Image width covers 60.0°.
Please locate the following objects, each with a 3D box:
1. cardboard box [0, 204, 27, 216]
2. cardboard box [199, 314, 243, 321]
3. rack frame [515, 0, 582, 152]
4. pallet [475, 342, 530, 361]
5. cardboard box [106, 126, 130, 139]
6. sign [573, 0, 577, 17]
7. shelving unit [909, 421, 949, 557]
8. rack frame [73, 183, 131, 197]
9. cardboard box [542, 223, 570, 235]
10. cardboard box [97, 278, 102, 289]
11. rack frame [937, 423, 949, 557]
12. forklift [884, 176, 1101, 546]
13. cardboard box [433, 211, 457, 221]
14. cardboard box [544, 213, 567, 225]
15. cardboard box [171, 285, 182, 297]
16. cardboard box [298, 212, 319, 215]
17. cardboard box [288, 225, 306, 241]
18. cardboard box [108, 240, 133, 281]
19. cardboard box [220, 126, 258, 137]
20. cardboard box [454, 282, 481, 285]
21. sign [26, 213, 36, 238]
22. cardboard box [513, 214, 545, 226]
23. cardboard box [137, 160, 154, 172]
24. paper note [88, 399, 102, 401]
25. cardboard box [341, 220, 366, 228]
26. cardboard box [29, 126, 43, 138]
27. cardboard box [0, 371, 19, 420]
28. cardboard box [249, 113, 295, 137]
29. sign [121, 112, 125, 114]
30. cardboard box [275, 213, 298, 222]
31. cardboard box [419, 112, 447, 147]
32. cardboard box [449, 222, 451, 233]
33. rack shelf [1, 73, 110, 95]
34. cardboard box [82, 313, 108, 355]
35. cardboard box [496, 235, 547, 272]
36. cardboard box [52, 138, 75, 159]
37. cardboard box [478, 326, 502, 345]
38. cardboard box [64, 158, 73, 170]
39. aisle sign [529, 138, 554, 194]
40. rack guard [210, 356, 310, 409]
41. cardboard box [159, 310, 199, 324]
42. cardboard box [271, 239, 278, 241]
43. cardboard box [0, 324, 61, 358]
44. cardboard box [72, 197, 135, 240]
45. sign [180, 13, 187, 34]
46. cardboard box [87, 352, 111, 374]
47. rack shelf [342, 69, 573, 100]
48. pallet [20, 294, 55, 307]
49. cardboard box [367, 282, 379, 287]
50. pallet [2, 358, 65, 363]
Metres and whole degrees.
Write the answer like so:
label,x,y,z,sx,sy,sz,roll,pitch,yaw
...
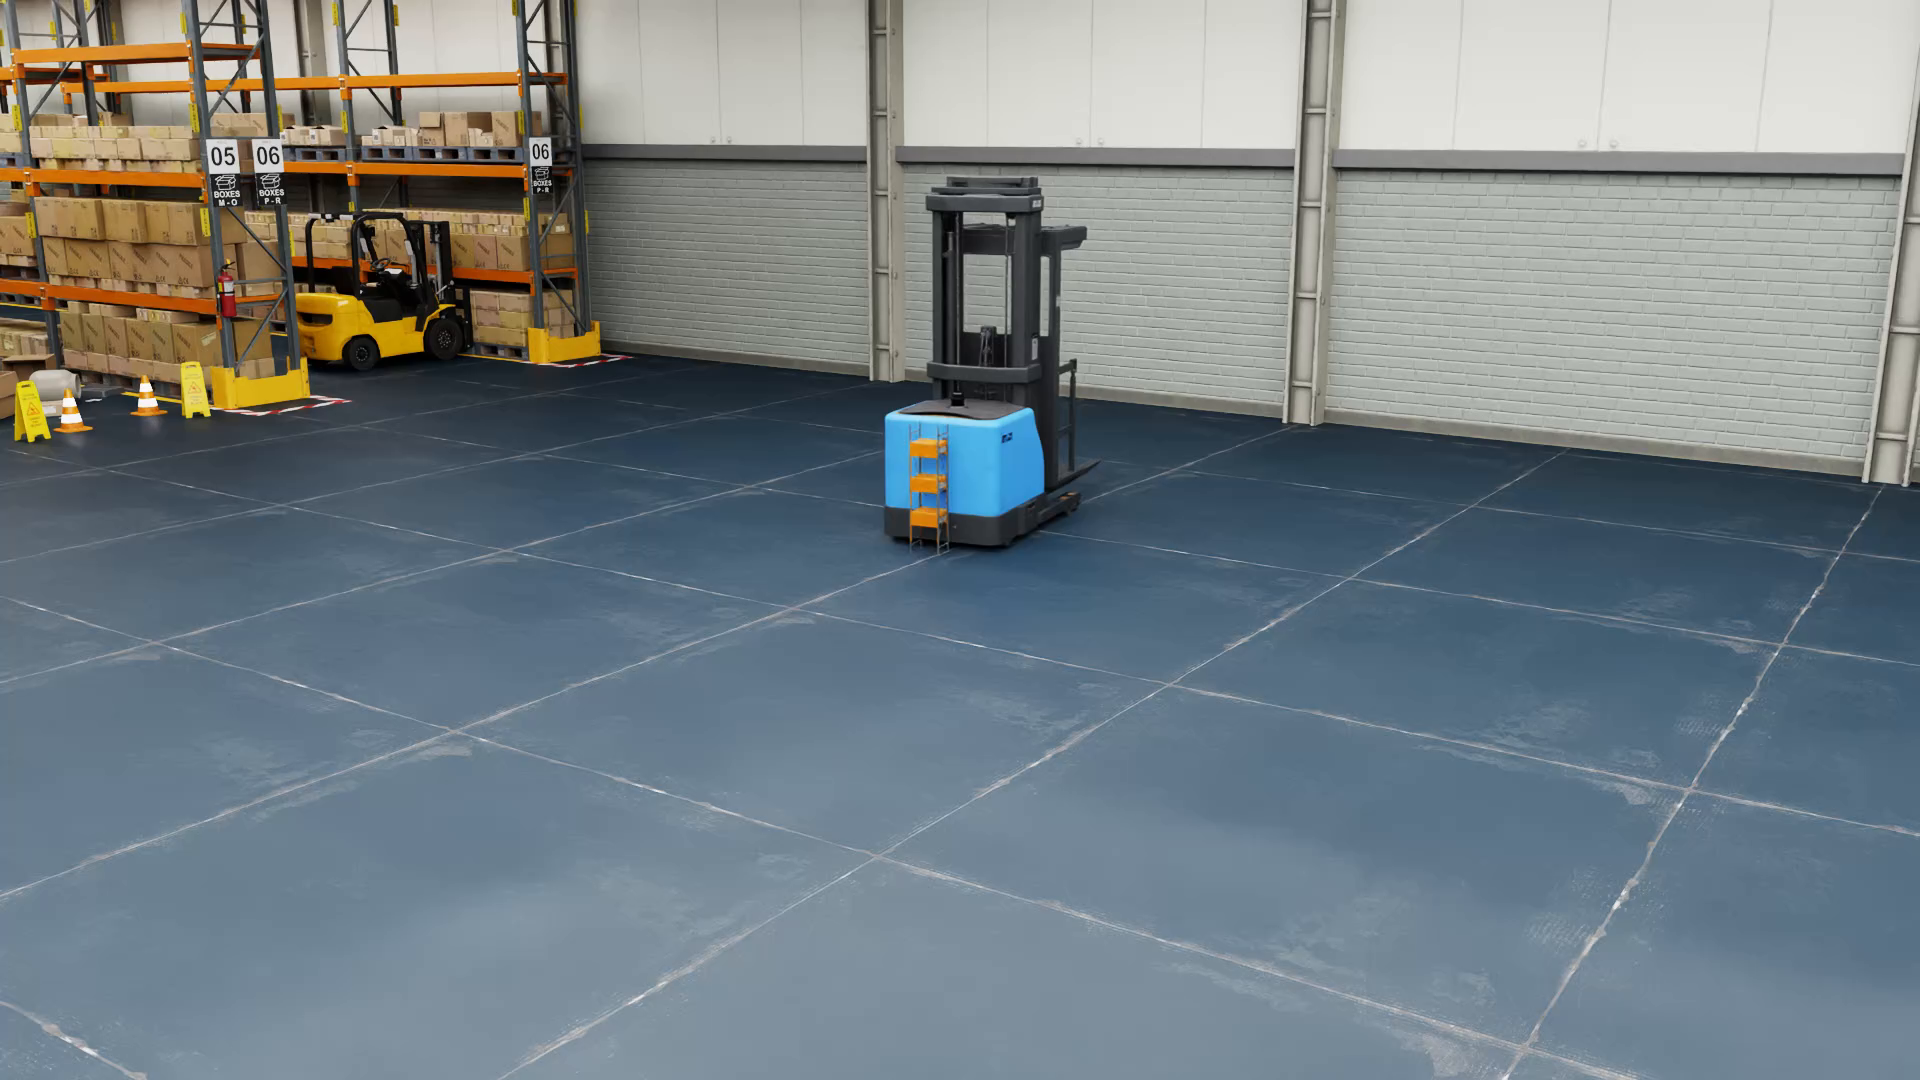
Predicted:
label,x,y,z,sx,sy,sz,roll,pitch,yaw
cardboard box,-13.059,-4.528,22.820,0.250,0.149,0.380,9,16,31
cardboard box,-9.623,-2.642,21.540,0.500,0.500,0.500,8,16,31
rack frame,-5.885,-7.075,23.677,0.127,3.000,1.000,9,17,33
pallet,-6.543,-2.904,25.114,1.213,0.211,1.003,9,17,33
cardboard box,-10.389,-5.080,20.721,0.250,0.149,0.380,10,17,34
sign,-5.570,-7.715,23.990,0.005,0.325,0.100,9,17,33
shelving unit,-0.247,-0.409,13.290,0.252,1.050,0.215,6,15,23
rack frame,-15.842,-5.772,30.899,0.127,3.000,1.000,9,17,33
cardboard box,-6.022,-4.624,24.701,0.250,0.149,0.380,9,16,31
cardboard box,-10.988,-3.358,21.671,0.250,0.149,0.380,9,17,33
rack frame,-0.135,-0.397,13.242,0.008,1.050,0.200,6,15,23
forklift,0.434,-1.680,14.511,1.130,2.935,3.031,6,15,23
cardboard box,-7.775,-4.919,25.273,0.250,0.149,0.380,9,17,33
cardboard box,-6.044,-4.759,24.627,0.250,0.149,0.380,9,16,32
cardboard box,-9.555,-3.109,20.663,0.250,0.149,0.380,9,16,32
cardboard box,-10.856,-5.394,27.813,0.250,0.149,0.380,10,17,34
cardboard box,-10.606,-5.022,27.138,0.500,0.250,0.500,10,17,34
cardboard box,-10.492,-3.591,21.261,0.500,0.500,0.500,9,17,33
cardboard box,-8.833,-4.982,20.329,0.250,0.149,0.380,9,17,32
cardboard box,-7.847,-3.891,26.067,0.500,0.250,0.500,9,17,33
sign,-12.278,-4.160,21.977,0.005,0.325,0.100,9,17,33
cardboard box,-6.300,-4.677,24.297,0.250,0.149,0.380,9,17,33
cardboard box,-9.937,-4.640,20.603,0.250,0.149,0.380,9,17,32
paper note,-10.871,-1.762,20.876,0.148,0.019,0.142,3,14,14
cardboard box,-9.611,-5.064,26.482,0.250,0.149,0.380,10,17,35
cardboard box,-11.892,-5.323,21.706,0.250,0.149,0.380,9,16,32
cardboard box,-11.523,-1.692,19.611,0.637,0.503,0.797,-1,14,-6
cardboard box,-11.214,-6.711,27.157,0.500,0.500,0.500,10,17,34
sign,-15.536,-7.782,30.878,0.005,0.325,0.100,9,17,33
cardboard box,-11.076,-5.311,27.479,0.250,0.149,0.380,9,17,33
cardboard box,-7.646,-6.176,24.990,0.637,0.503,0.797,10,17,35
cardboard box,-7.564,-4.736,25.154,0.250,0.149,0.380,9,17,32
rack shelf,-17.502,-8.602,31.349,4.000,0.370,1.077,9,17,33
cardboard box,-11.182,-2.740,21.937,0.500,0.500,0.500,10,17,35
cardboard box,-6.440,-4.225,24.441,0.500,0.500,0.500,9,16,32
cardboard box,-11.326,-5.056,21.456,0.500,0.250,0.500,9,17,32
cardboard box,-6.859,-3.101,24.955,0.500,0.250,0.500,9,17,33
cardboard box,-11.396,-4.895,21.636,0.250,0.149,0.380,9,17,33
aisle sign,-5.994,-5.358,23.814,0.004,0.787,0.394,9,17,33
rack guard,-8.715,-1.970,20.740,0.348,0.500,1.175,9,17,33
cardboard box,-9.805,-2.812,20.879,0.250,0.149,0.380,10,17,34
cardboard box,-11.016,-4.849,27.481,0.500,0.250,0.500,10,17,35
cardboard box,-13.006,-2.803,23.499,0.625,0.372,0.950,10,17,36
cardboard box,-10.914,-4.140,21.396,0.500,0.500,0.700,9,16,32
sign,-12.818,-8.530,27.447,0.005,0.325,0.100,9,17,33
cardboard box,-11.183,-2.376,22.028,0.500,0.250,0.500,10,17,36
rack shelf,-7.545,-6.800,24.895,4.000,0.370,1.077,9,17,33
pallet,-17.428,-4.674,32.268,1.213,0.211,1.003,9,17,33
cardboard box,-8.978,-3.927,26.210,0.500,0.250,0.500,9,16,32
pallet,-12.618,-2.460,23.321,1.213,0.211,1.003,9,17,33
